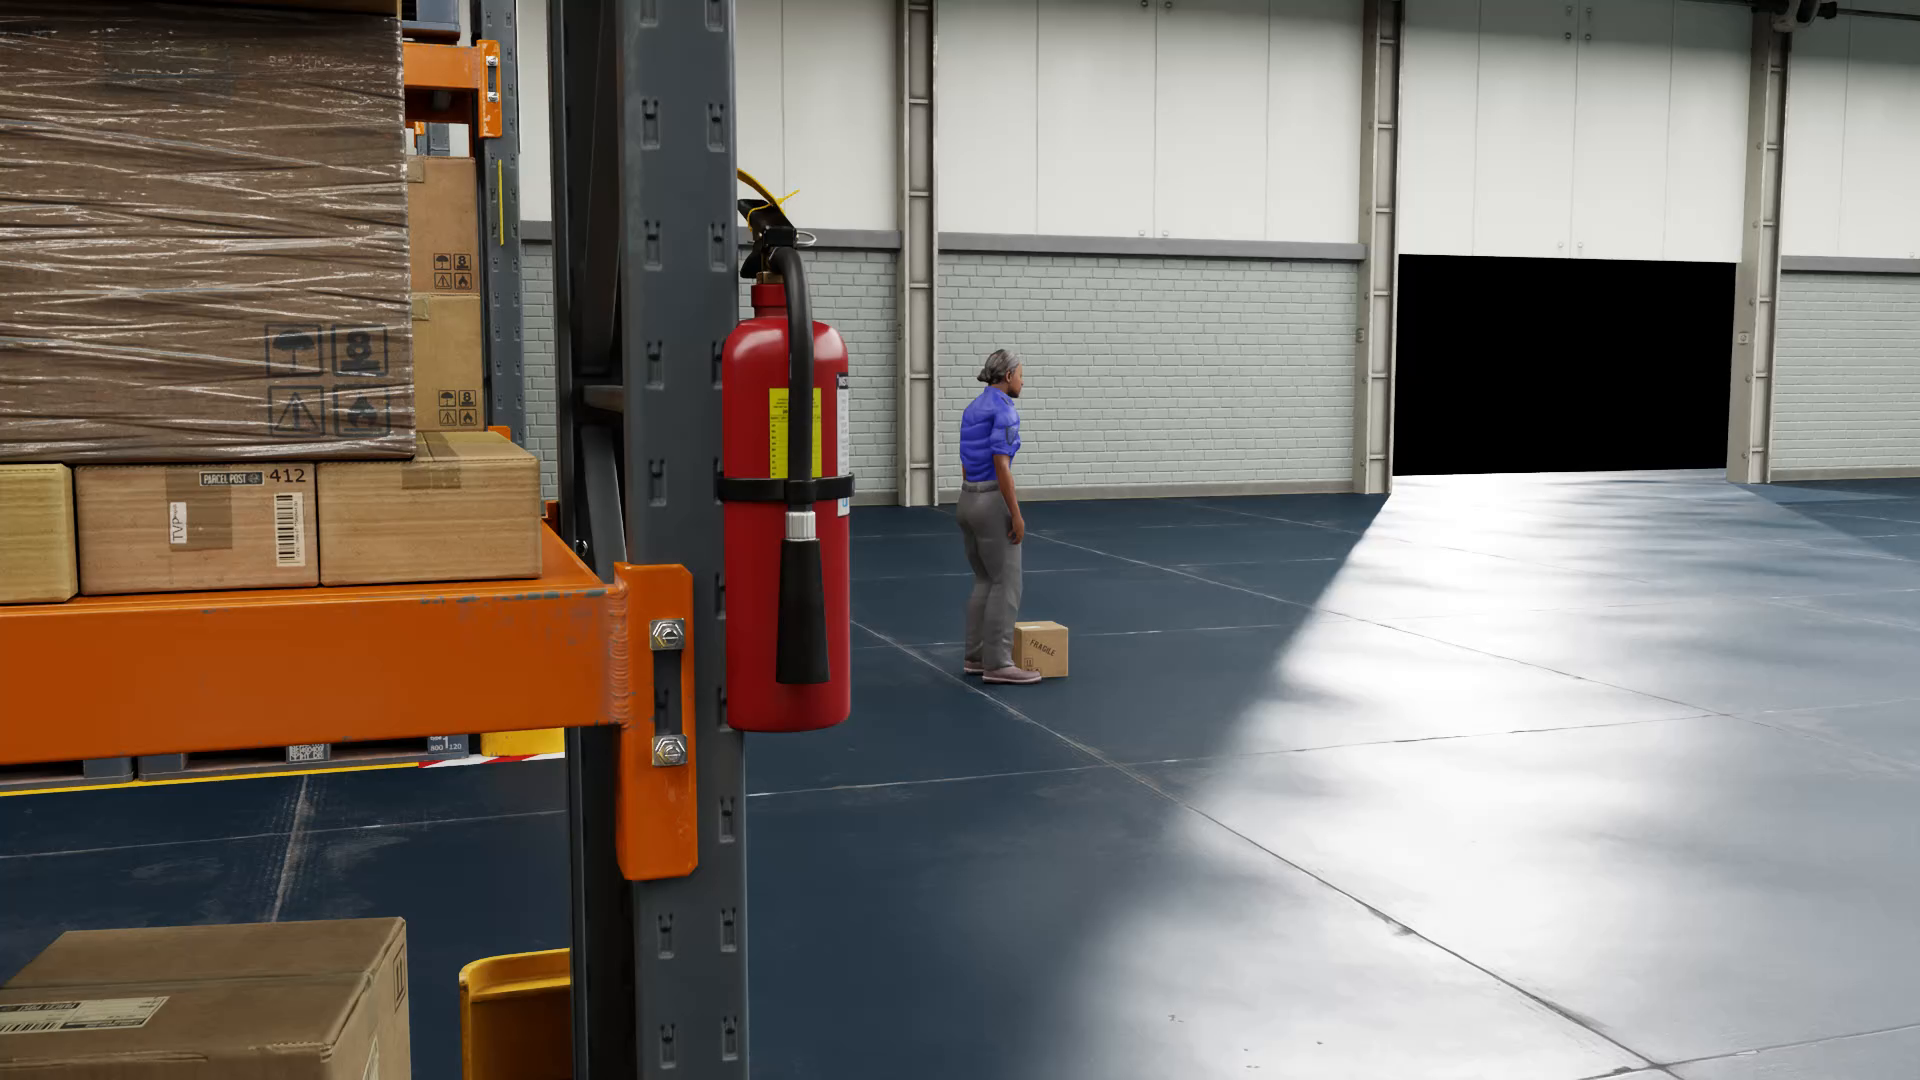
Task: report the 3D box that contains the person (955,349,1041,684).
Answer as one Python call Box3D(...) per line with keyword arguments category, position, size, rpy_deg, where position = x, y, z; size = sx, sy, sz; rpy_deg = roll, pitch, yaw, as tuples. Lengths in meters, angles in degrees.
Box3D(category="person", position=(0.174, -0.129, 8.350), size=(0.348, 1.655, 0.532), rpy_deg=(-2, 6, -22))
